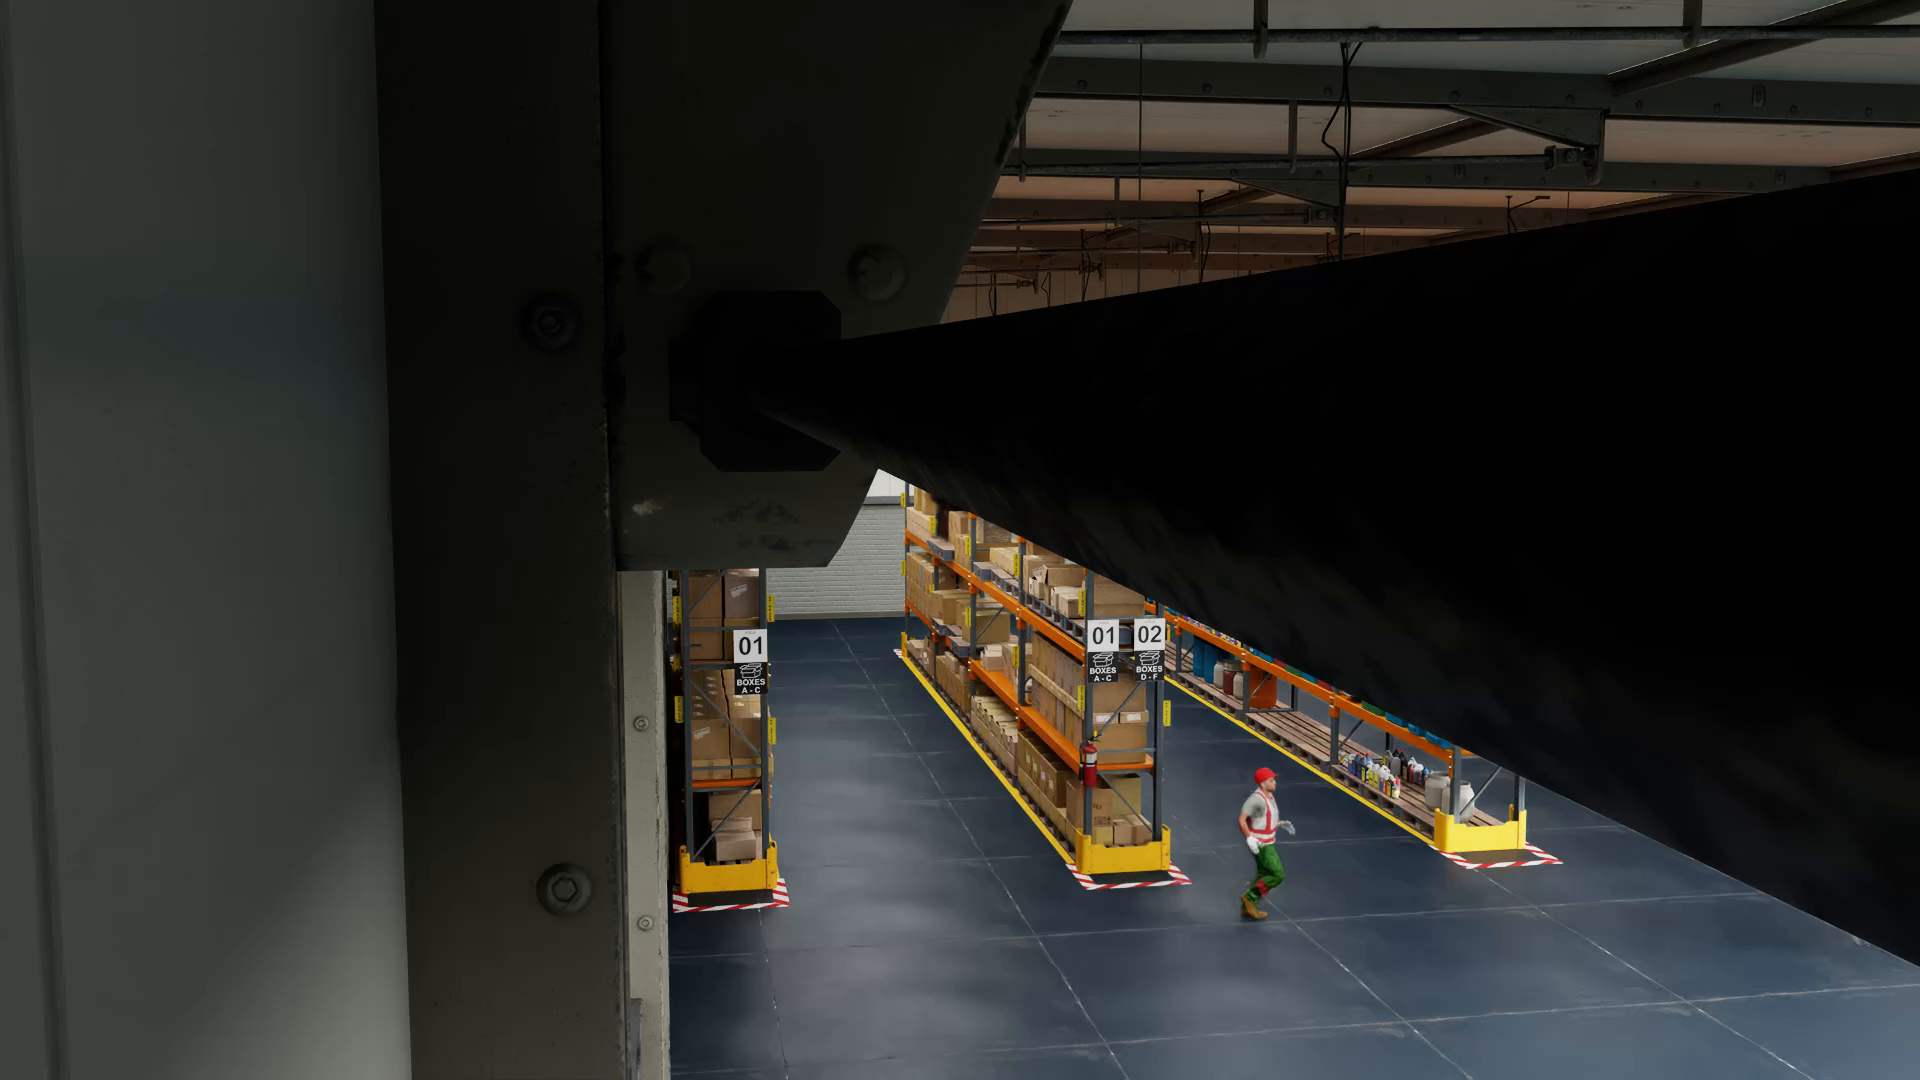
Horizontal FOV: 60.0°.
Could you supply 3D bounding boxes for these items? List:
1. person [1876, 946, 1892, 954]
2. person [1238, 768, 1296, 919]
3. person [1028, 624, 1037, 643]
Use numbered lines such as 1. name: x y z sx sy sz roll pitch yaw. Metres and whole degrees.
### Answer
1. person: 10.120 3.616 17.955 0.627 1.746 0.656 2 6 20
2. person: 3.528 3.476 19.069 0.587 1.748 0.662 2 6 21
3. person: 1.638 1.577 34.994 0.691 1.835 0.704 -2 6 -21
